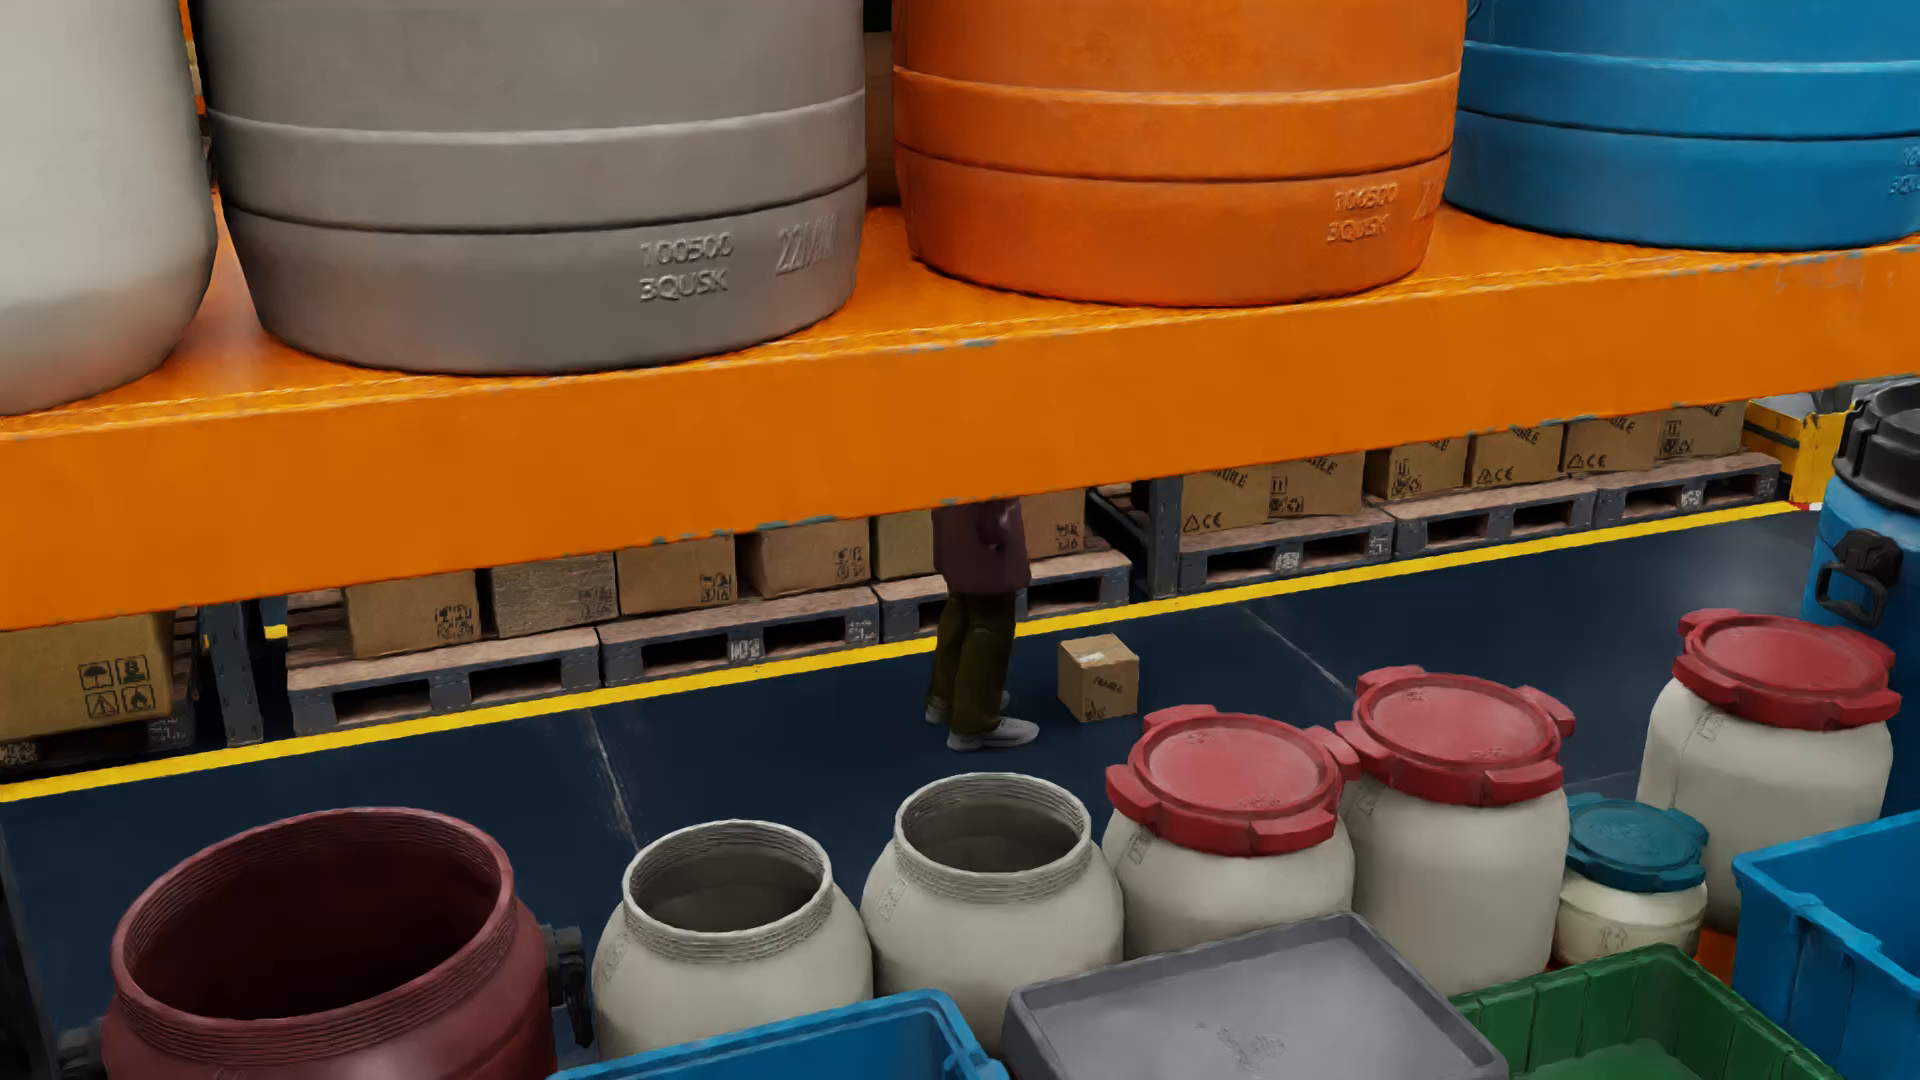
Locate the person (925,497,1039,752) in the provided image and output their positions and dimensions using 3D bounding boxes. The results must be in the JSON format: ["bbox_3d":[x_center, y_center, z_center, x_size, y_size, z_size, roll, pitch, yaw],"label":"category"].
[{"bbox_3d":[0.070,-0.085,6.321,0.386,1.776,0.566,-8,23,-18],"label":"person"}]
